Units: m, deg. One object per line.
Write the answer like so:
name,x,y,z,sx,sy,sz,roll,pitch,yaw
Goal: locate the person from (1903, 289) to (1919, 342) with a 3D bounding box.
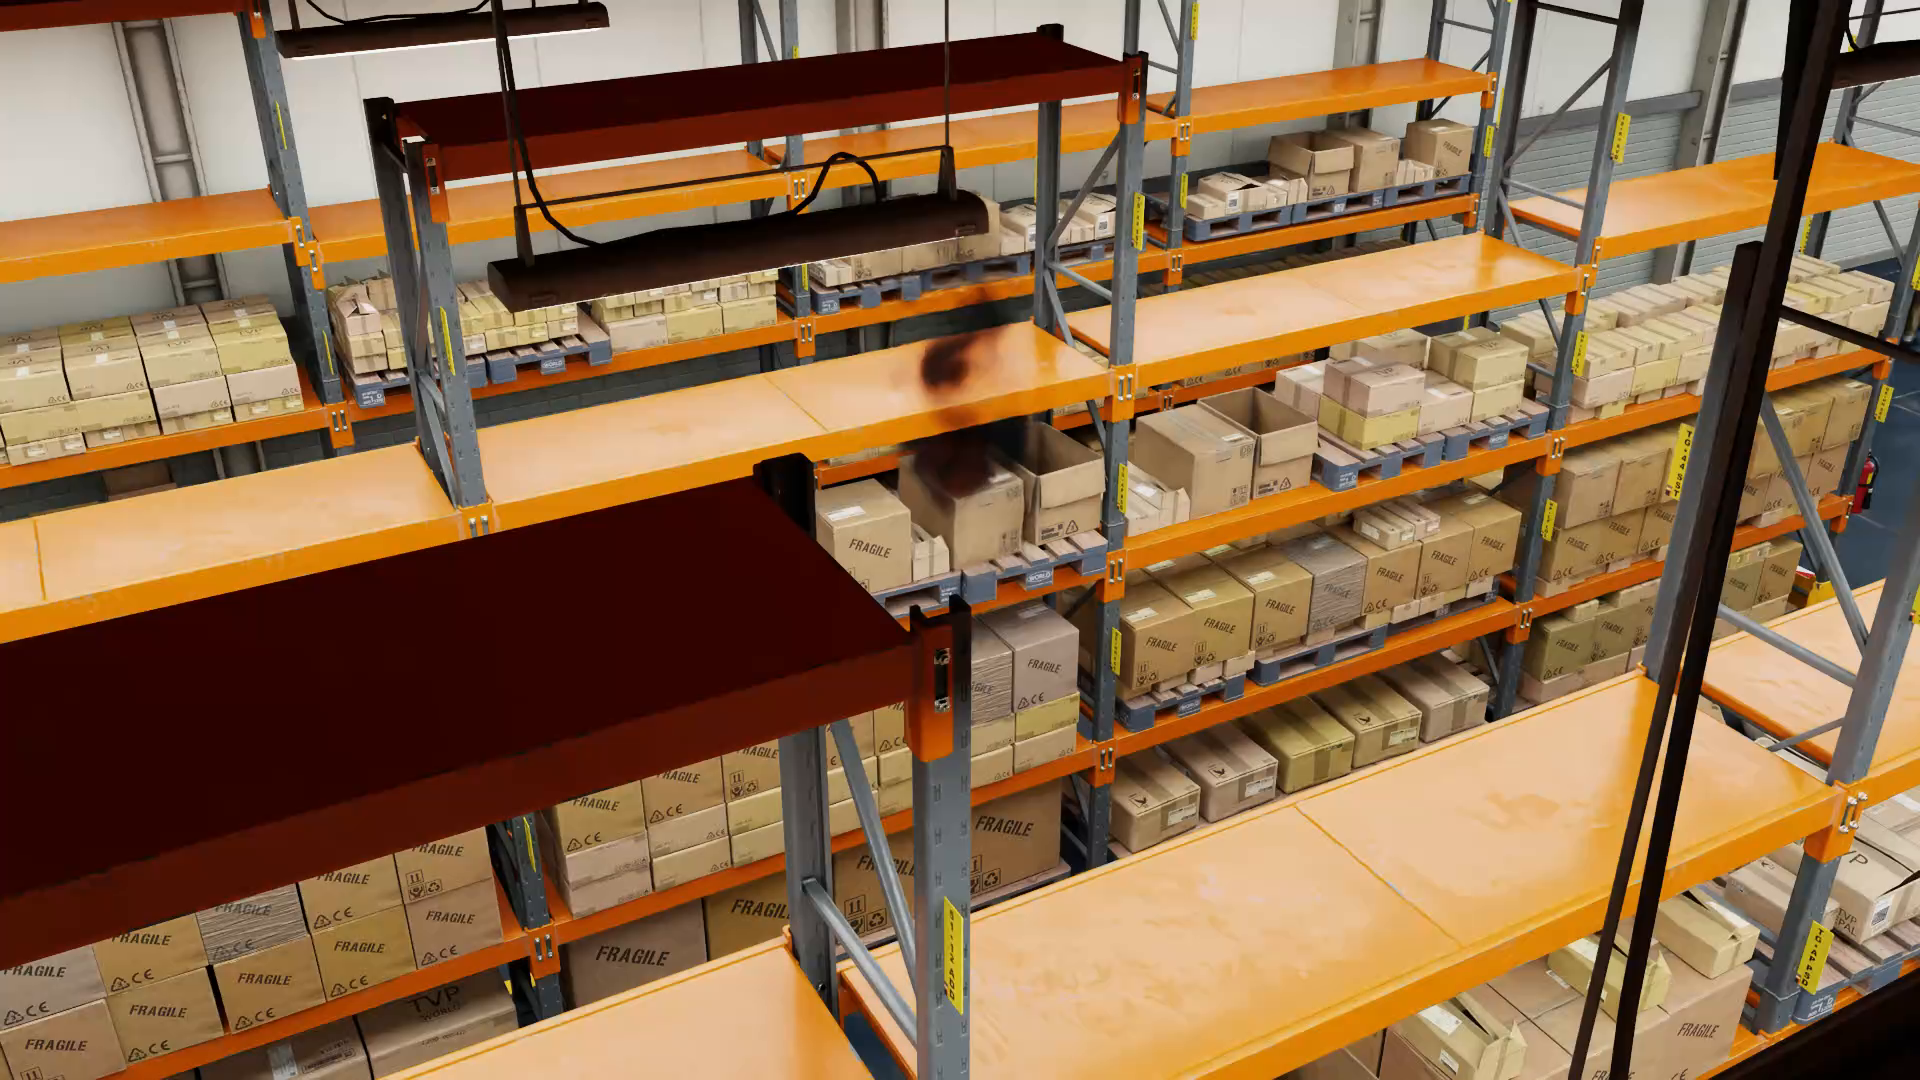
person,12.599,-3.388,21.497,0.671,1.823,0.798,22,35,35
